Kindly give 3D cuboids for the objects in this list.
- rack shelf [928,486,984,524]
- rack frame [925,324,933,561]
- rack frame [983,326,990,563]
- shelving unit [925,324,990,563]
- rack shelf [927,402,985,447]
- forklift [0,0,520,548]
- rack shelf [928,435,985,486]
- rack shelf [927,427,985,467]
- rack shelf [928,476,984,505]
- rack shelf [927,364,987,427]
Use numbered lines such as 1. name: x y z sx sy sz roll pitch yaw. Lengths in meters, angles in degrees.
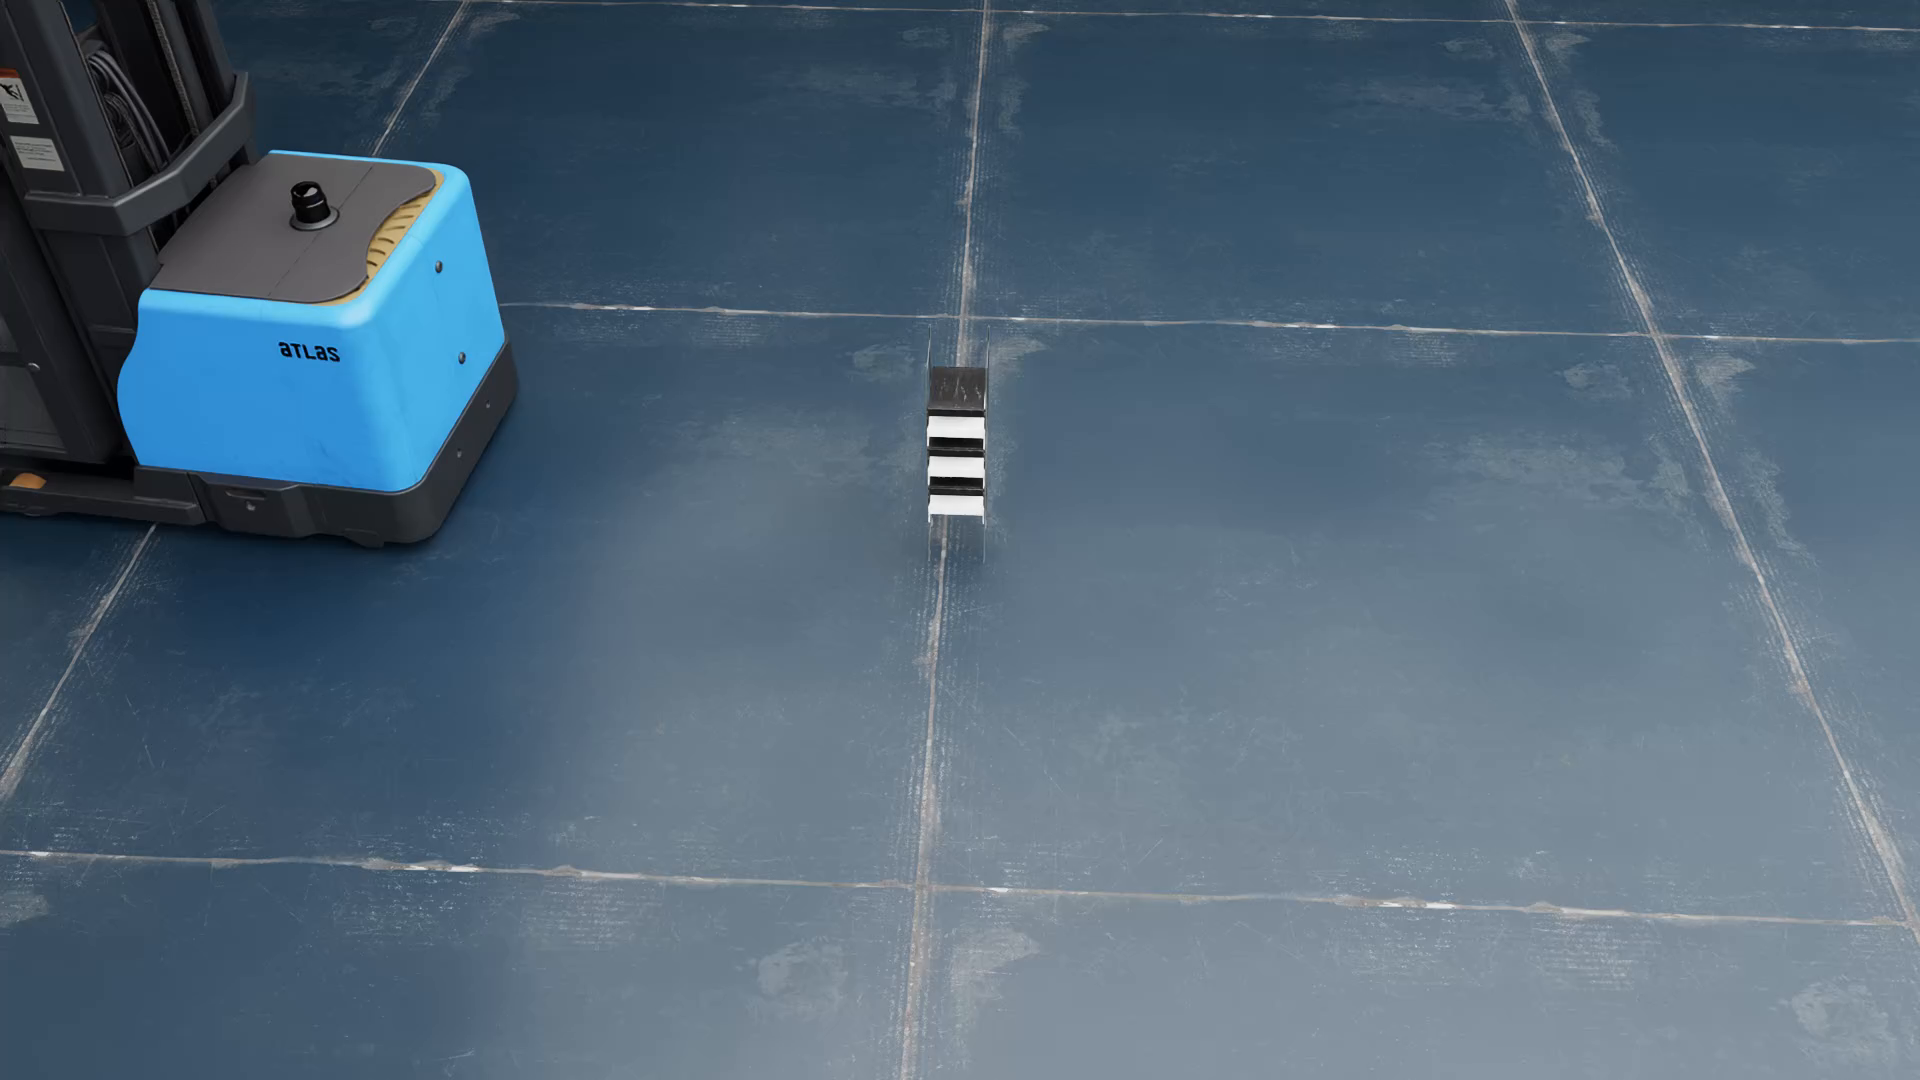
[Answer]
1. rack shelf: -0.008 -0.173 6.089 0.200 0.077 0.258 2 43 2
2. rack frame: -0.110 -0.333 5.947 0.006 0.900 0.240 2 43 2
3. rack frame: 0.093 -0.326 5.940 0.006 0.900 0.240 2 43 2
4. shelving unit: -0.008 -0.330 5.944 0.210 0.900 0.258 2 43 2
5. rack shelf: -0.008 -0.437 5.844 0.200 0.077 0.258 2 43 2
6. forklift: -3.369 -1.512 5.723 3.031 2.935 1.130 6 43 7
7. rack shelf: -0.008 -0.305 5.966 0.200 0.077 0.258 2 43 2
8. rack shelf: -0.008 -0.371 5.905 0.200 0.077 0.258 2 43 2
9. rack shelf: -0.008 -0.239 6.028 0.200 0.077 0.258 2 43 2
10. rack shelf: -0.008 -0.503 5.782 0.200 0.077 0.258 2 43 2
